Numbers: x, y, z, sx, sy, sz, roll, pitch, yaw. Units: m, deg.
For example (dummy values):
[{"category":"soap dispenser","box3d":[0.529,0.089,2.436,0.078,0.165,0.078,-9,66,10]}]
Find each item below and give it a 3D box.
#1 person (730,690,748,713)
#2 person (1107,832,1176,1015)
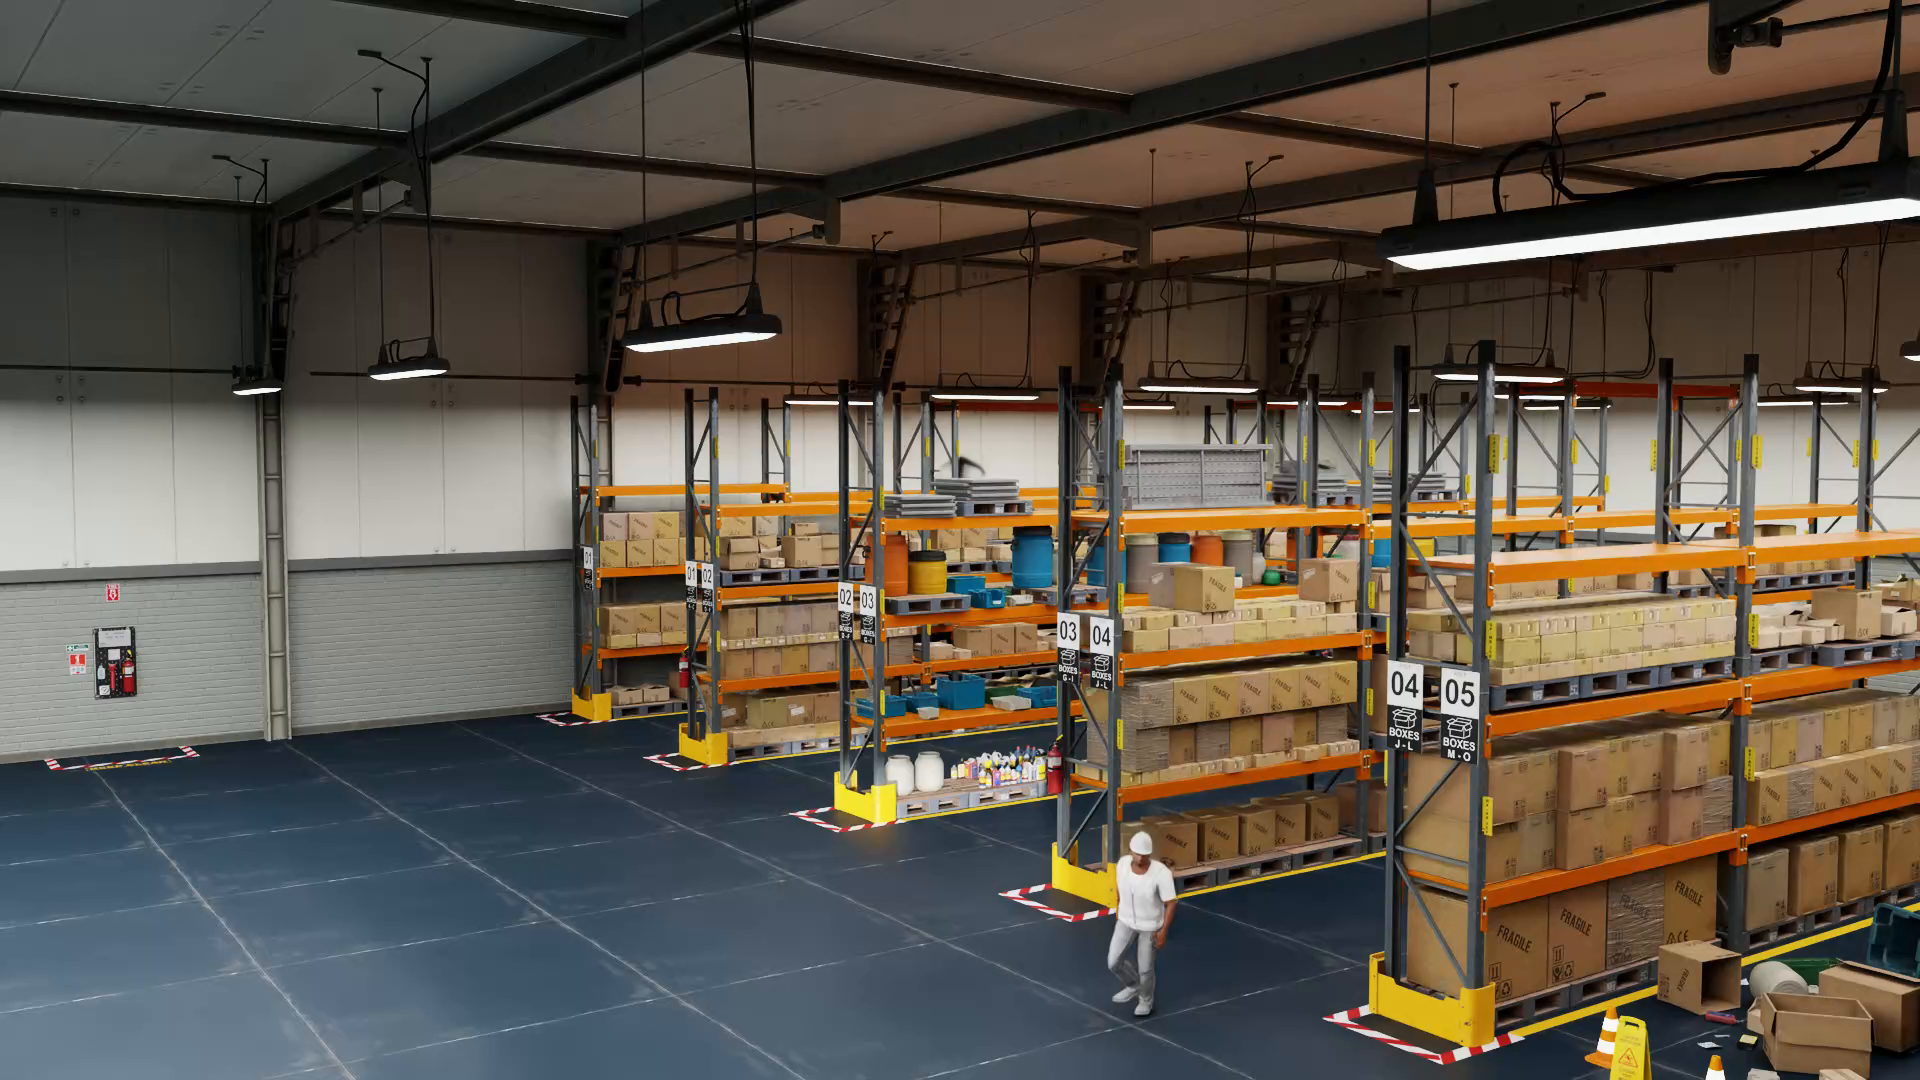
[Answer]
[{"category":"person","box3d":[-3.877,2.513,29.228,0.853,1.743,0.709,-1,4,-14]},{"category":"person","box3d":[1.609,3.410,14.771,0.695,1.717,0.662,2,4,27]}]
